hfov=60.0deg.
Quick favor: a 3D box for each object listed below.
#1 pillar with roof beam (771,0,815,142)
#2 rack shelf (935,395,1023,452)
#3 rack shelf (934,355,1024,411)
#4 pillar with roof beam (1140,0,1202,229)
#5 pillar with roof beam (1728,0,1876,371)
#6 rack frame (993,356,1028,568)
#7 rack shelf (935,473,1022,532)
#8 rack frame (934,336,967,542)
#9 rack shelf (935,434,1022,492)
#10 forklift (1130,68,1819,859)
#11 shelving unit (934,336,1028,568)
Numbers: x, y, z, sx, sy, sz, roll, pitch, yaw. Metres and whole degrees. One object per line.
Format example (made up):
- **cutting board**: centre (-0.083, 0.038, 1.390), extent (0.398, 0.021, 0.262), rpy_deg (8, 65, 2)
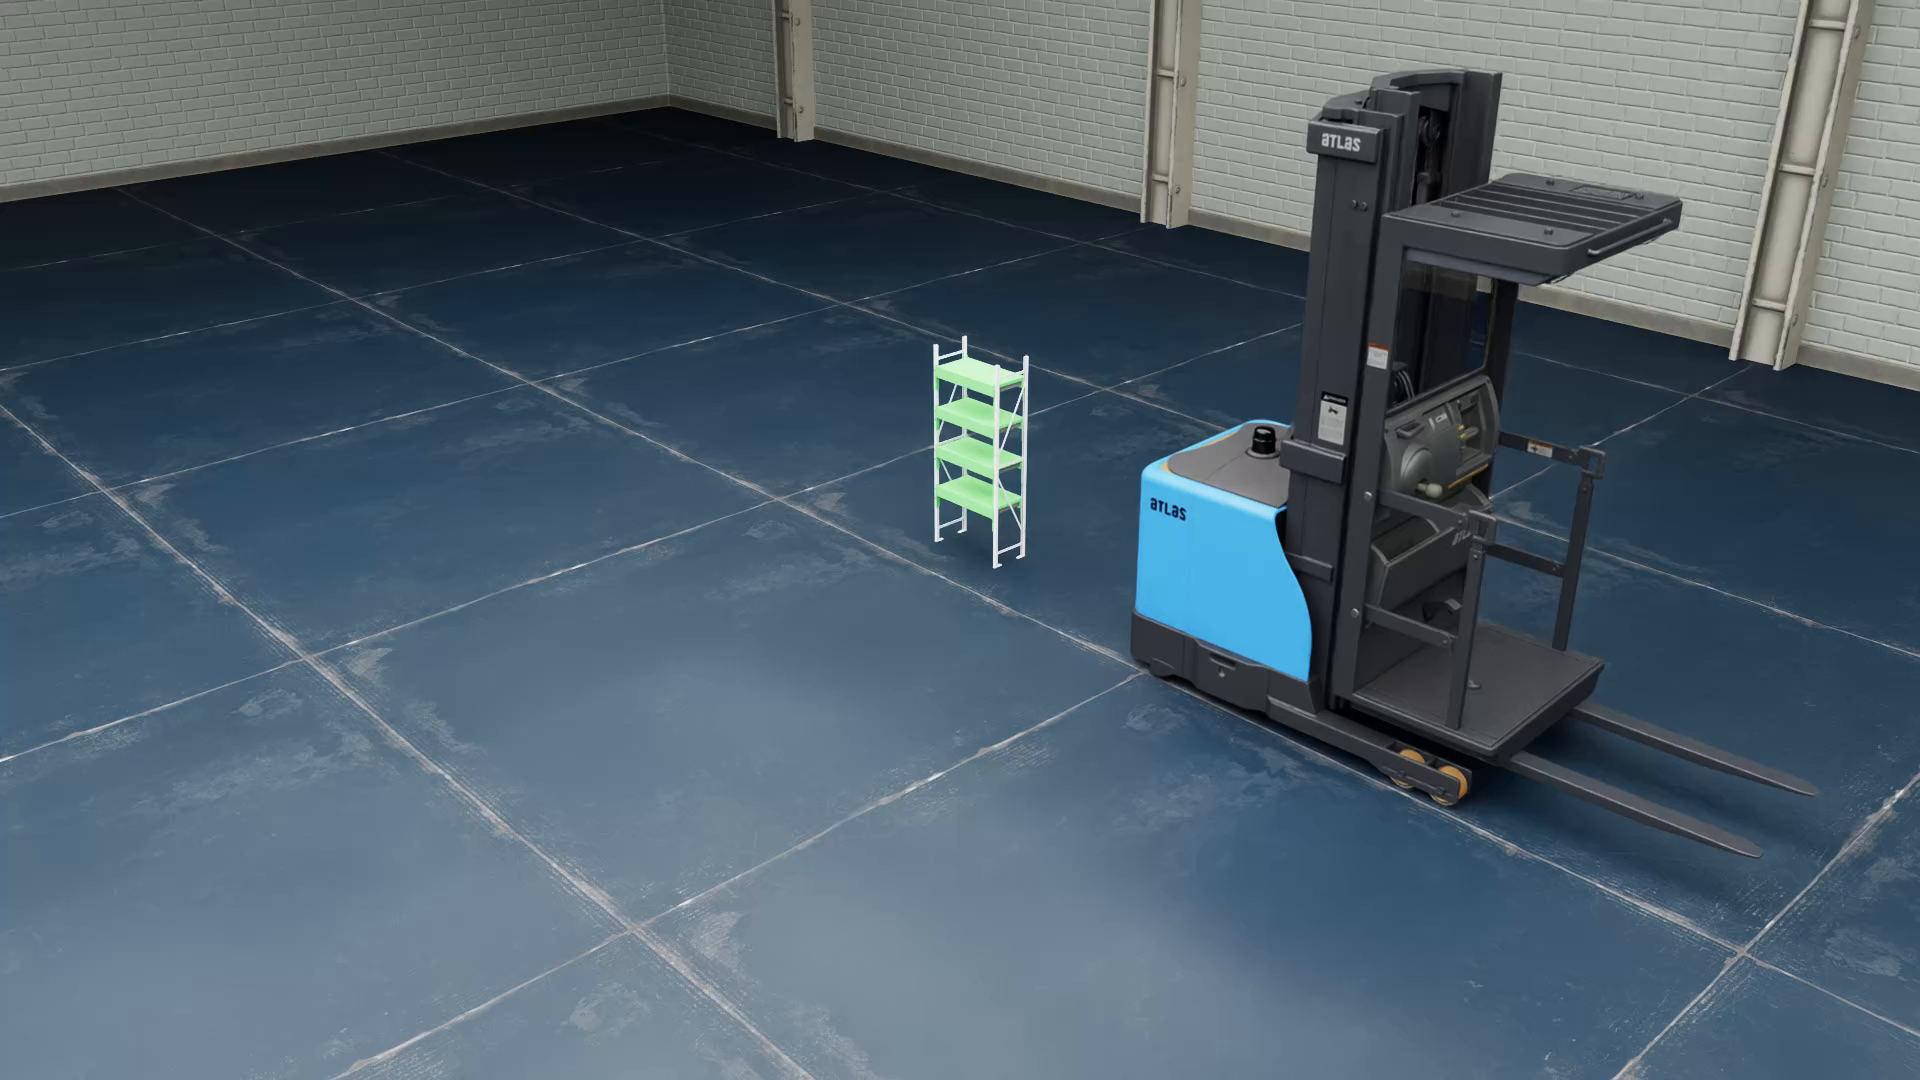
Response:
- **pillar with roof beam**: centre (-5.181, -7.888, 16.198), extent (9.100, 9.000, 0.400), rpy_deg (-21, 32, -38)
- **rack shelf**: centre (0.113, -0.656, 9.318), extent (0.258, 0.148, 0.480), rpy_deg (-21, 32, -38)
- **rack shelf**: centre (0.113, -0.874, 9.218), extent (0.258, 0.148, 0.480), rpy_deg (-21, 32, -38)
- **pillar with roof beam**: centre (-1.080, -6.070, 12.213), extent (9.100, 9.000, 0.400), rpy_deg (-21, 32, -38)
- **pillar with roof beam**: centre (3.021, -4.252, 8.229), extent (9.100, 9.000, 0.400), rpy_deg (-21, 32, -38)
- **rack frame**: centre (0.280, -0.422, 9.229), extent (0.240, 1.200, 0.015), rpy_deg (-21, 32, -38)
- **rack shelf**: centre (0.113, -0.219, 9.517), extent (0.258, 0.148, 0.480), rpy_deg (-21, 32, -38)
- **rack frame**: centre (-0.054, -0.570, 9.553), extent (0.240, 1.200, 0.015), rpy_deg (-21, 32, -38)
- **rack shelf**: centre (0.113, -0.438, 9.418), extent (0.258, 0.148, 0.480), rpy_deg (-21, 32, -38)
- **forklift**: centre (2.263, -0.426, 7.151), extent (3.031, 2.935, 1.130), rpy_deg (22, 32, 39)
- **shelving unit**: centre (0.113, -0.496, 9.391), extent (0.258, 1.200, 0.503), rpy_deg (-21, 32, -38)
